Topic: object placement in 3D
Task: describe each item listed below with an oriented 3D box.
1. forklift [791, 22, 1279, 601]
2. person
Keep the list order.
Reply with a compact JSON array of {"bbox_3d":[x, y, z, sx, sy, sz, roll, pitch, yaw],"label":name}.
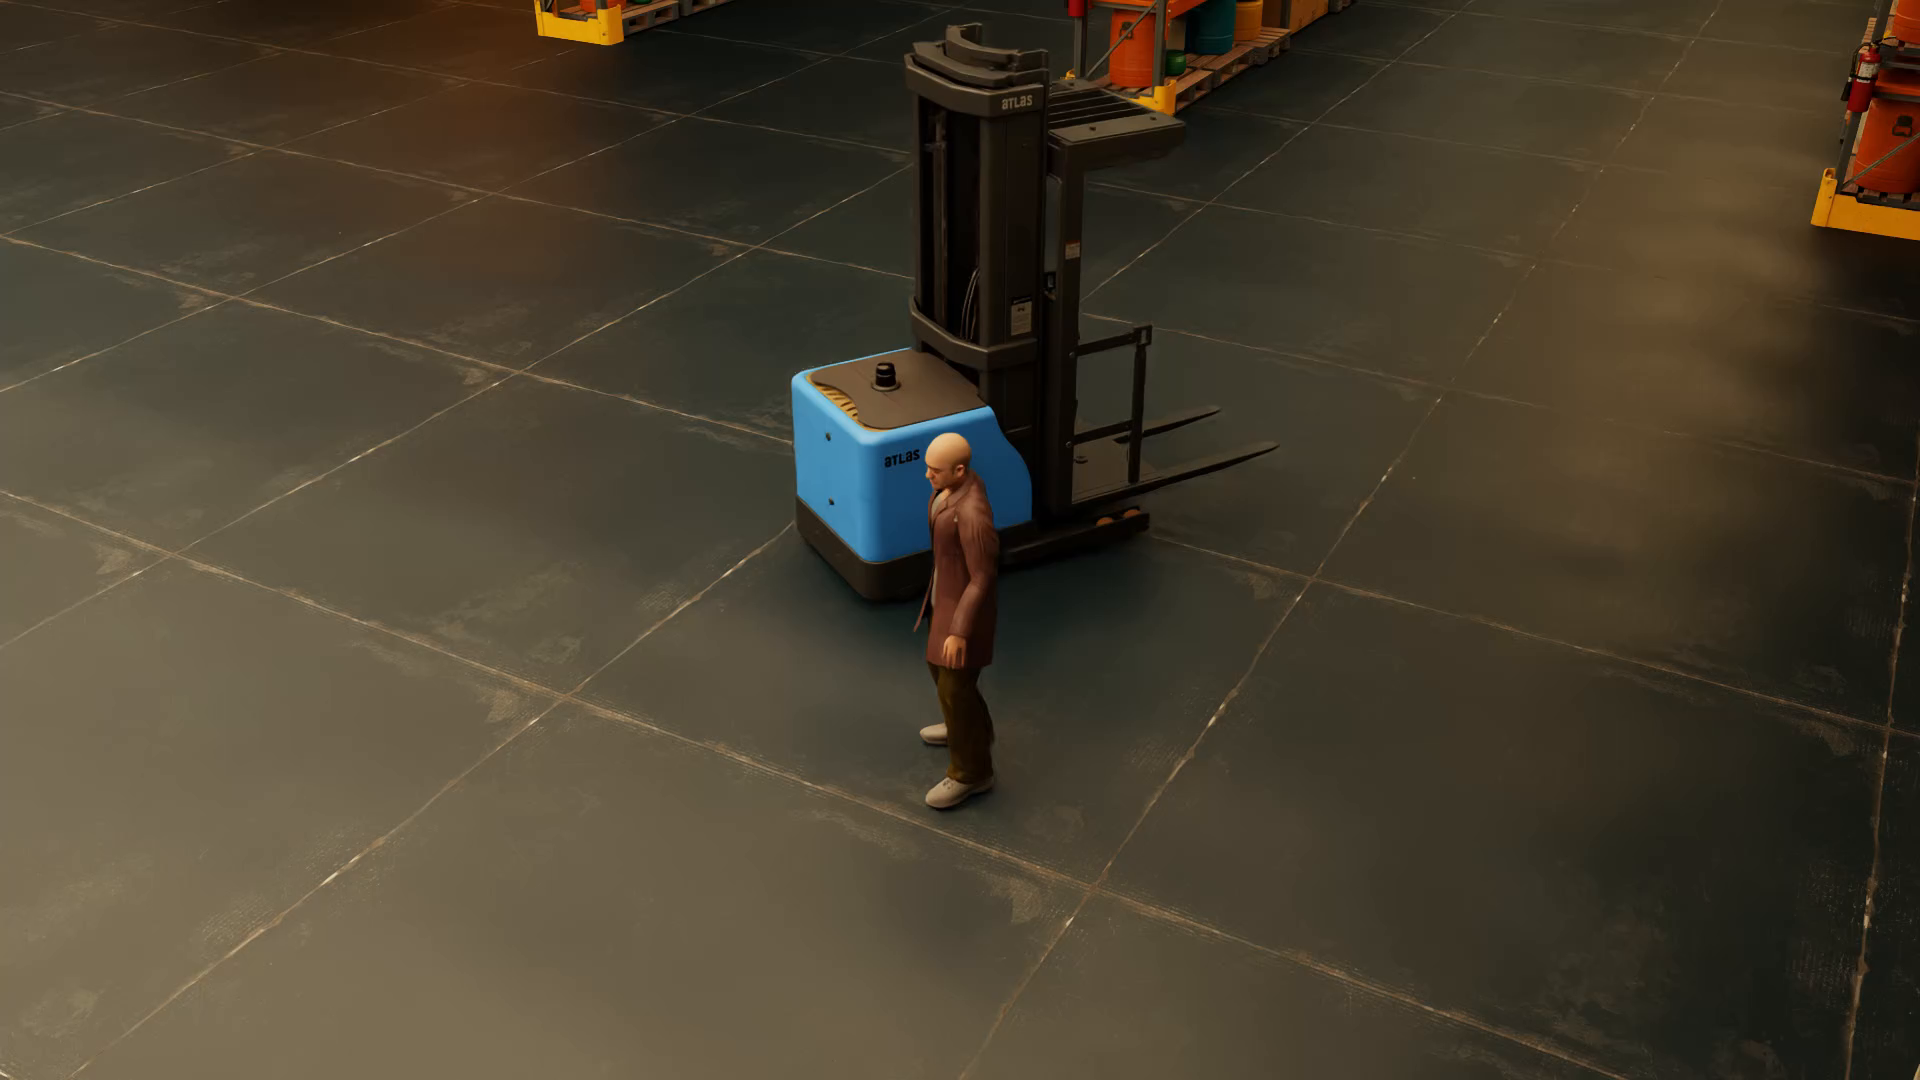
[{"bbox_3d":[0.555,-1.451,9.585,3.031,2.935,1.130,-16,34,-25],"label":"forklift"},{"bbox_3d":[-0.021,0.297,7.738,0.444,1.752,0.826,-6,31,-10],"label":"person"}]
